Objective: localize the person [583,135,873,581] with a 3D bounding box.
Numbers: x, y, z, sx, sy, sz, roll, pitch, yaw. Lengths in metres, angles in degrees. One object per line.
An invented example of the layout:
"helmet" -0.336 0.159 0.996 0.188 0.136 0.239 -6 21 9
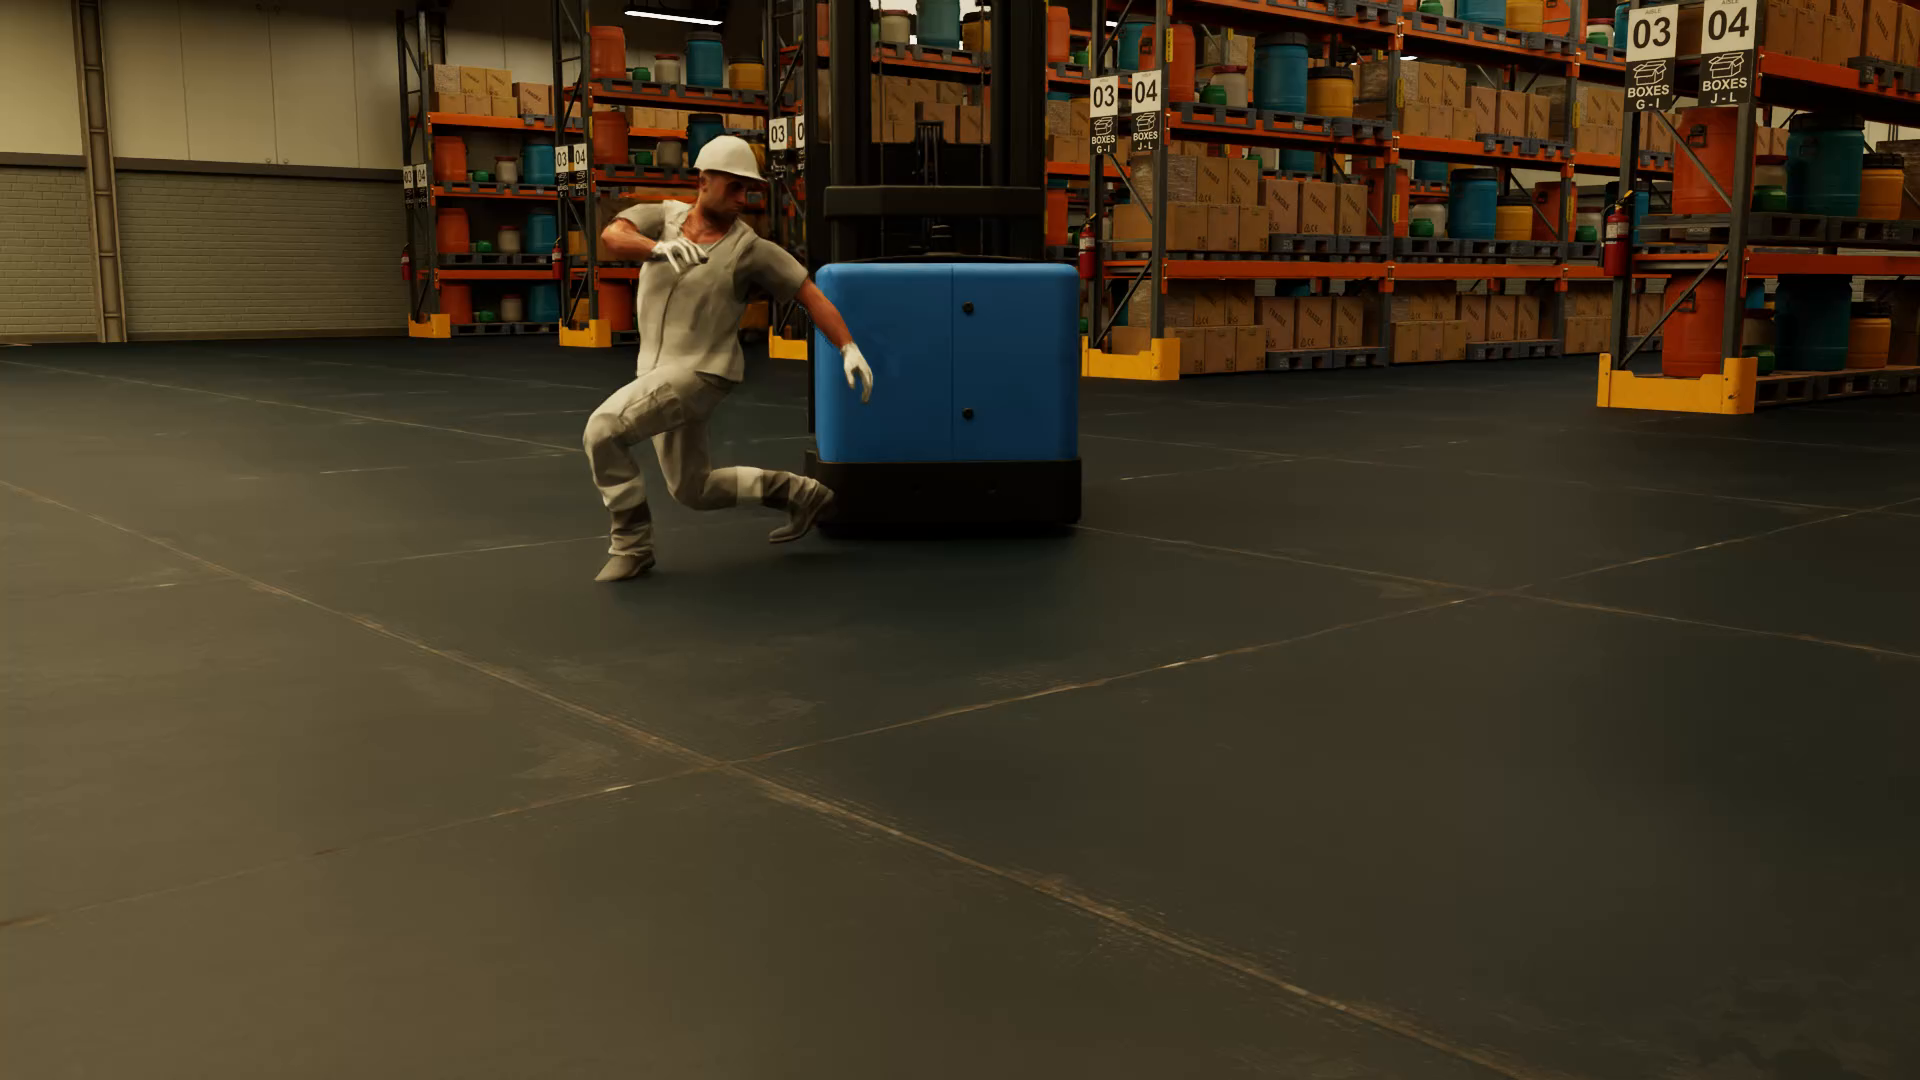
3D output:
"person" -0.812 -0.619 5.774 0.745 1.540 0.973 8 12 42

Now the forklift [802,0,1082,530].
"forklift" -0.187 -1.676 7.786 1.130 2.935 3.031 -1 9 -6
